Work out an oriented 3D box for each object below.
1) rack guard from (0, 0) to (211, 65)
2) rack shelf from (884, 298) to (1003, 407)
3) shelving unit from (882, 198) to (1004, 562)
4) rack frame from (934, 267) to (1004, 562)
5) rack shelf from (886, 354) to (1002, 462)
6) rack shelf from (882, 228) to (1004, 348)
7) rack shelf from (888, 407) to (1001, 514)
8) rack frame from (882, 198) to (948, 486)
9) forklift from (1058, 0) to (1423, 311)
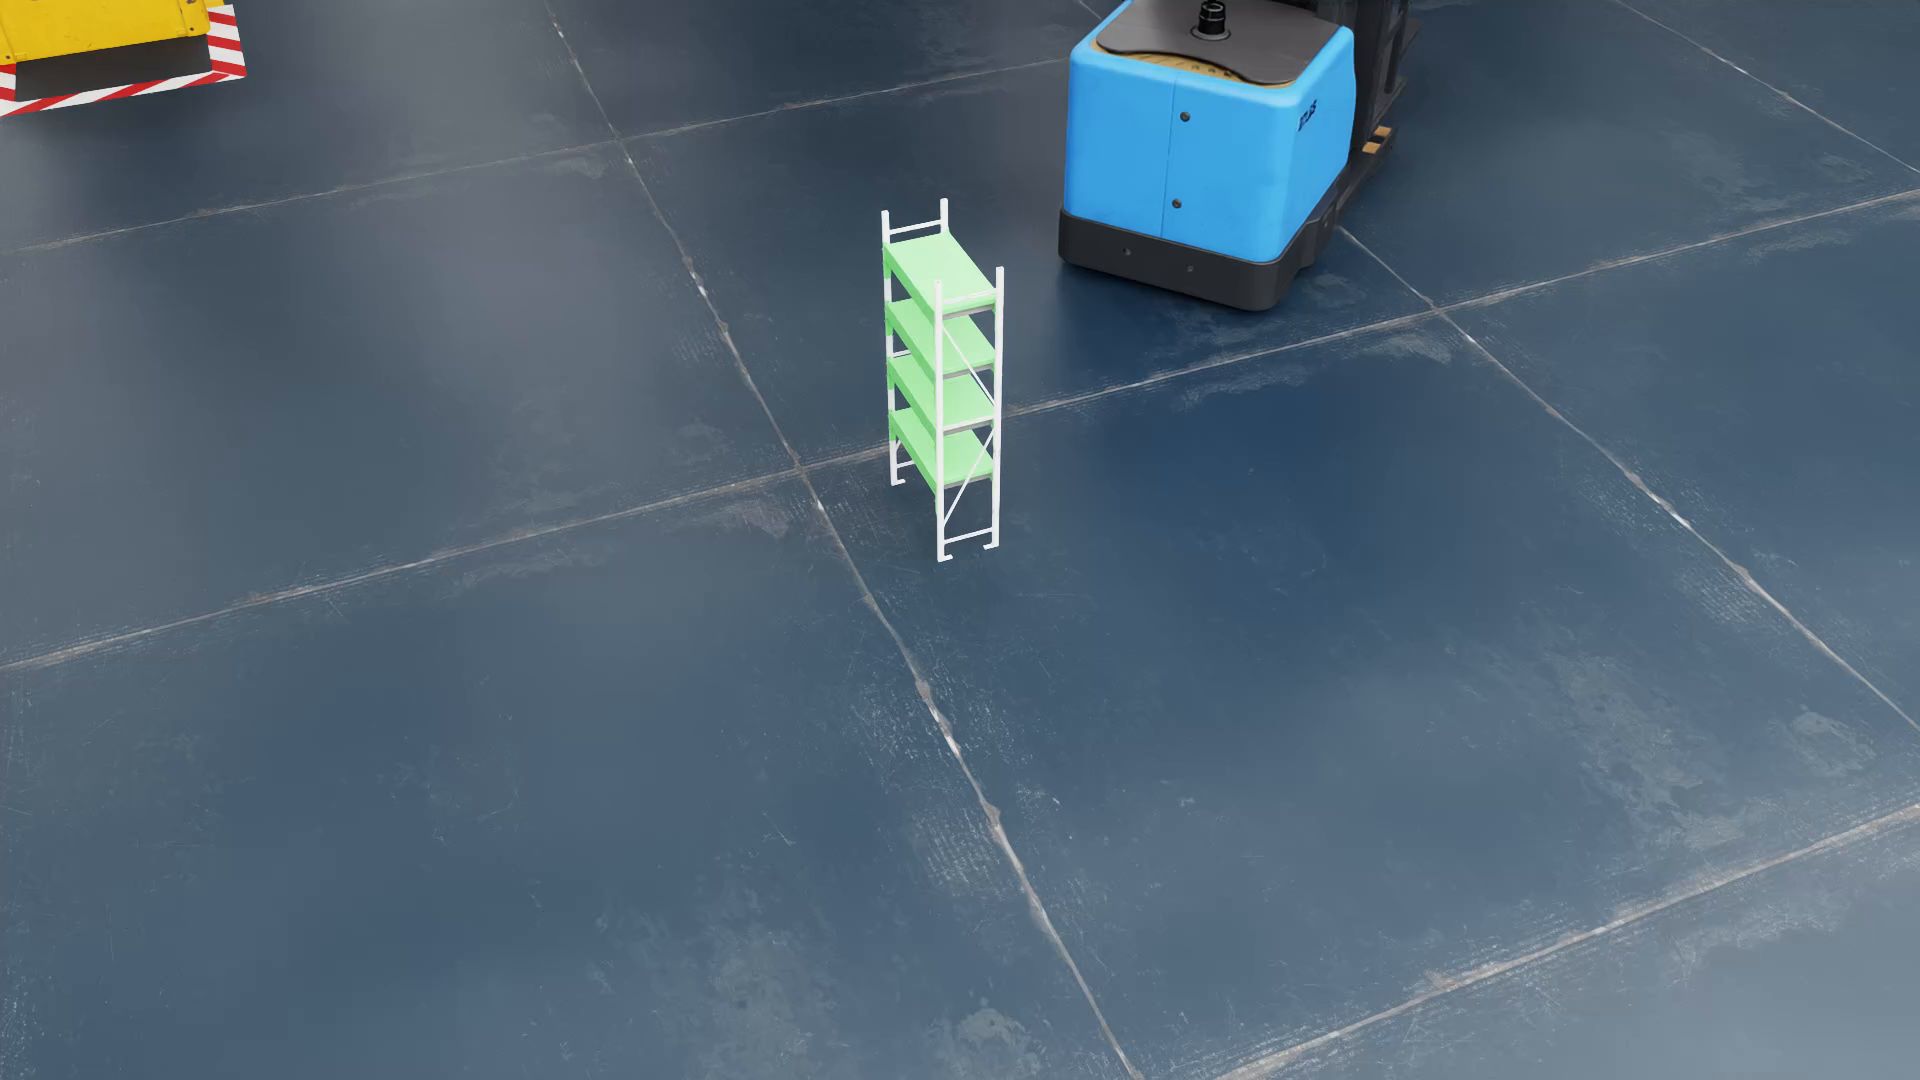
[{"bbox_3d":[-4.965,-3.097,9.468,1.175,0.500,0.348,-15,43,-17],"label":"rack guard"},{"bbox_3d":[-0.063,-0.688,5.860,0.258,0.148,0.480,-15,43,-17],"label":"rack shelf"},{"bbox_3d":[-0.063,-0.555,5.975,0.258,1.200,0.503,-15,43,-17],"label":"shelving unit"},{"bbox_3d":[0.030,-0.408,5.804,0.240,1.200,0.015,-15,43,-17],"label":"rack frame"},{"bbox_3d":[-0.063,-0.506,6.016,0.258,0.148,0.480,-15,43,-17],"label":"rack shelf"},{"bbox_3d":[-0.063,-0.870,5.703,0.258,0.148,0.480,-15,43,-17],"label":"rack shelf"},{"bbox_3d":[-0.063,-0.324,6.173,0.258,0.148,0.480,-15,43,-17],"label":"rack shelf"},{"bbox_3d":[-0.157,-0.702,6.146,0.240,1.200,0.015,-15,43,-17],"label":"rack frame"},{"bbox_3d":[1.581,-3.072,7.574,1.130,2.935,3.031,19,44,21],"label":"forklift"}]
